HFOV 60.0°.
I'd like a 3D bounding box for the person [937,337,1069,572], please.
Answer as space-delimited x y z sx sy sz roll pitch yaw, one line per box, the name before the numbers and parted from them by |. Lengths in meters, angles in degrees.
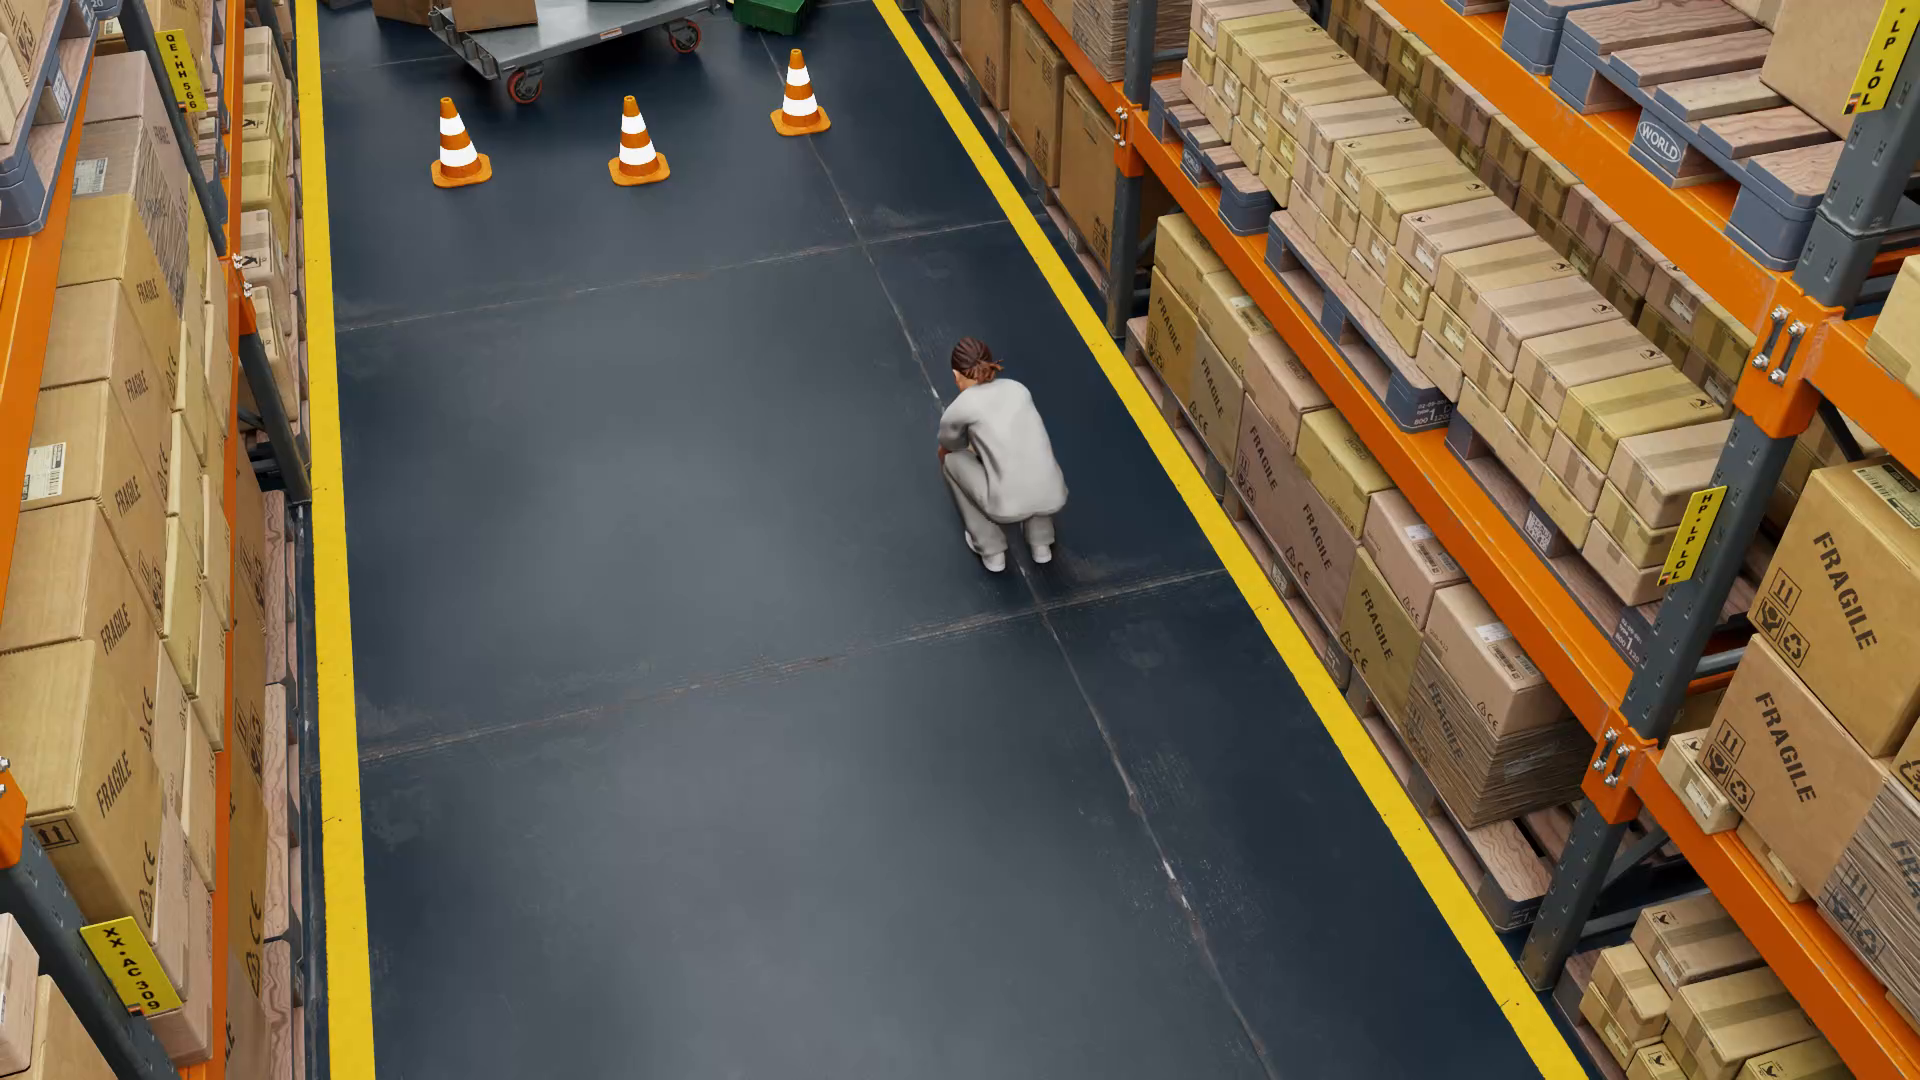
person | 0.175 -0.358 7.181 0.479 0.833 0.802 -12 44 -12
